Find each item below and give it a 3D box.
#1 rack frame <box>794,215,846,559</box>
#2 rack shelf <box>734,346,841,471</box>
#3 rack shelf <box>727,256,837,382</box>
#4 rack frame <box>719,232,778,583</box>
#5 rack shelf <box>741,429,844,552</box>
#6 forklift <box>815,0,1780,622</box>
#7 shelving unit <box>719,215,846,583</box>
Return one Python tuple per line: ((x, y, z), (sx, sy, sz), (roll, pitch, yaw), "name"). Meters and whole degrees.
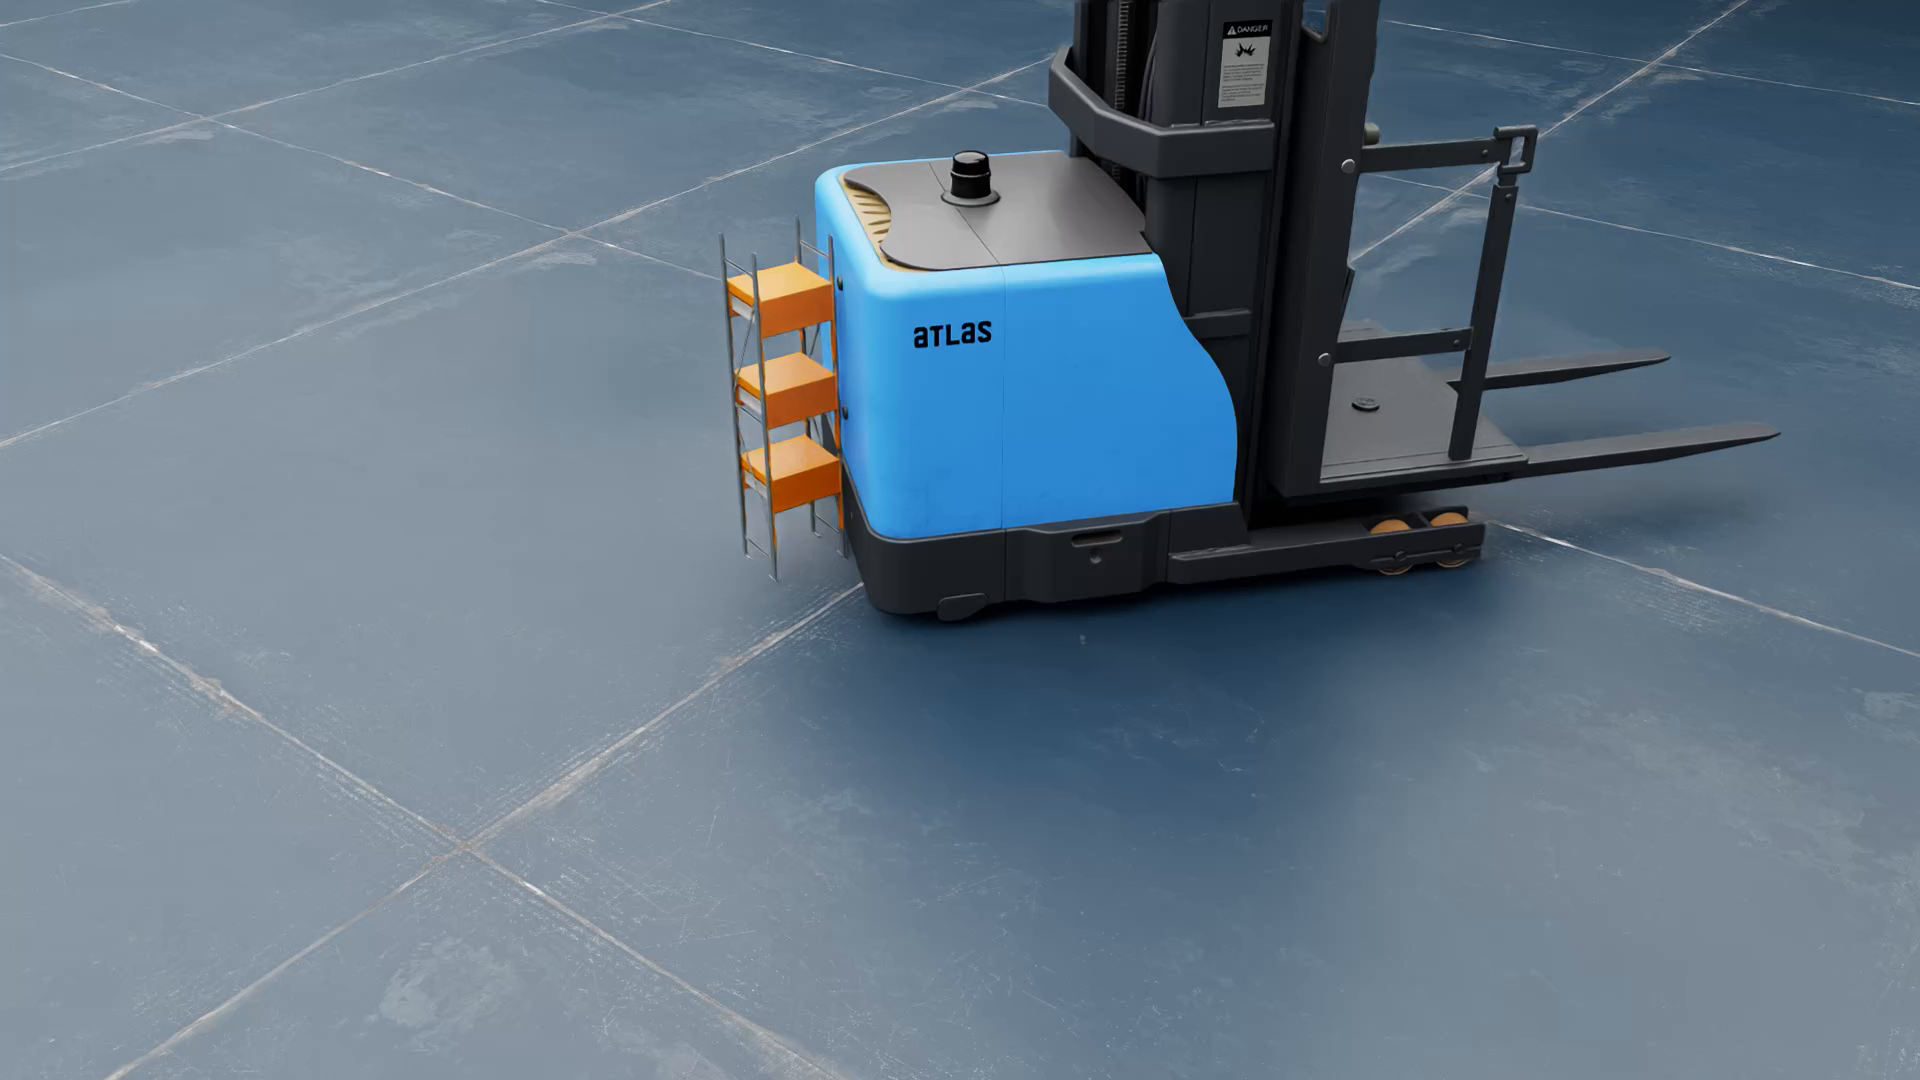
((-0.413, -0.436, 4.956), (0.008, 1.050, 0.200), (-20, 36, -30), "rack frame")
((-0.513, -0.391, 4.901), (0.240, 0.259, 0.215), (-20, 36, -30), "rack shelf")
((-0.513, -0.635, 4.756), (0.240, 0.259, 0.215), (-20, 36, -30), "rack shelf")
((-0.612, -0.364, 4.835), (0.008, 1.050, 0.200), (-20, 36, -30), "rack frame")
((-0.513, -0.152, 5.042), (0.240, 0.259, 0.215), (-20, 36, -30), "rack shelf")
((1.118, -1.410, 4.754), (3.031, 2.935, 1.130), (-7, 31, -11), "forklift")
((-0.513, -0.400, 4.895), (0.252, 1.050, 0.215), (-20, 36, -30), "shelving unit")
